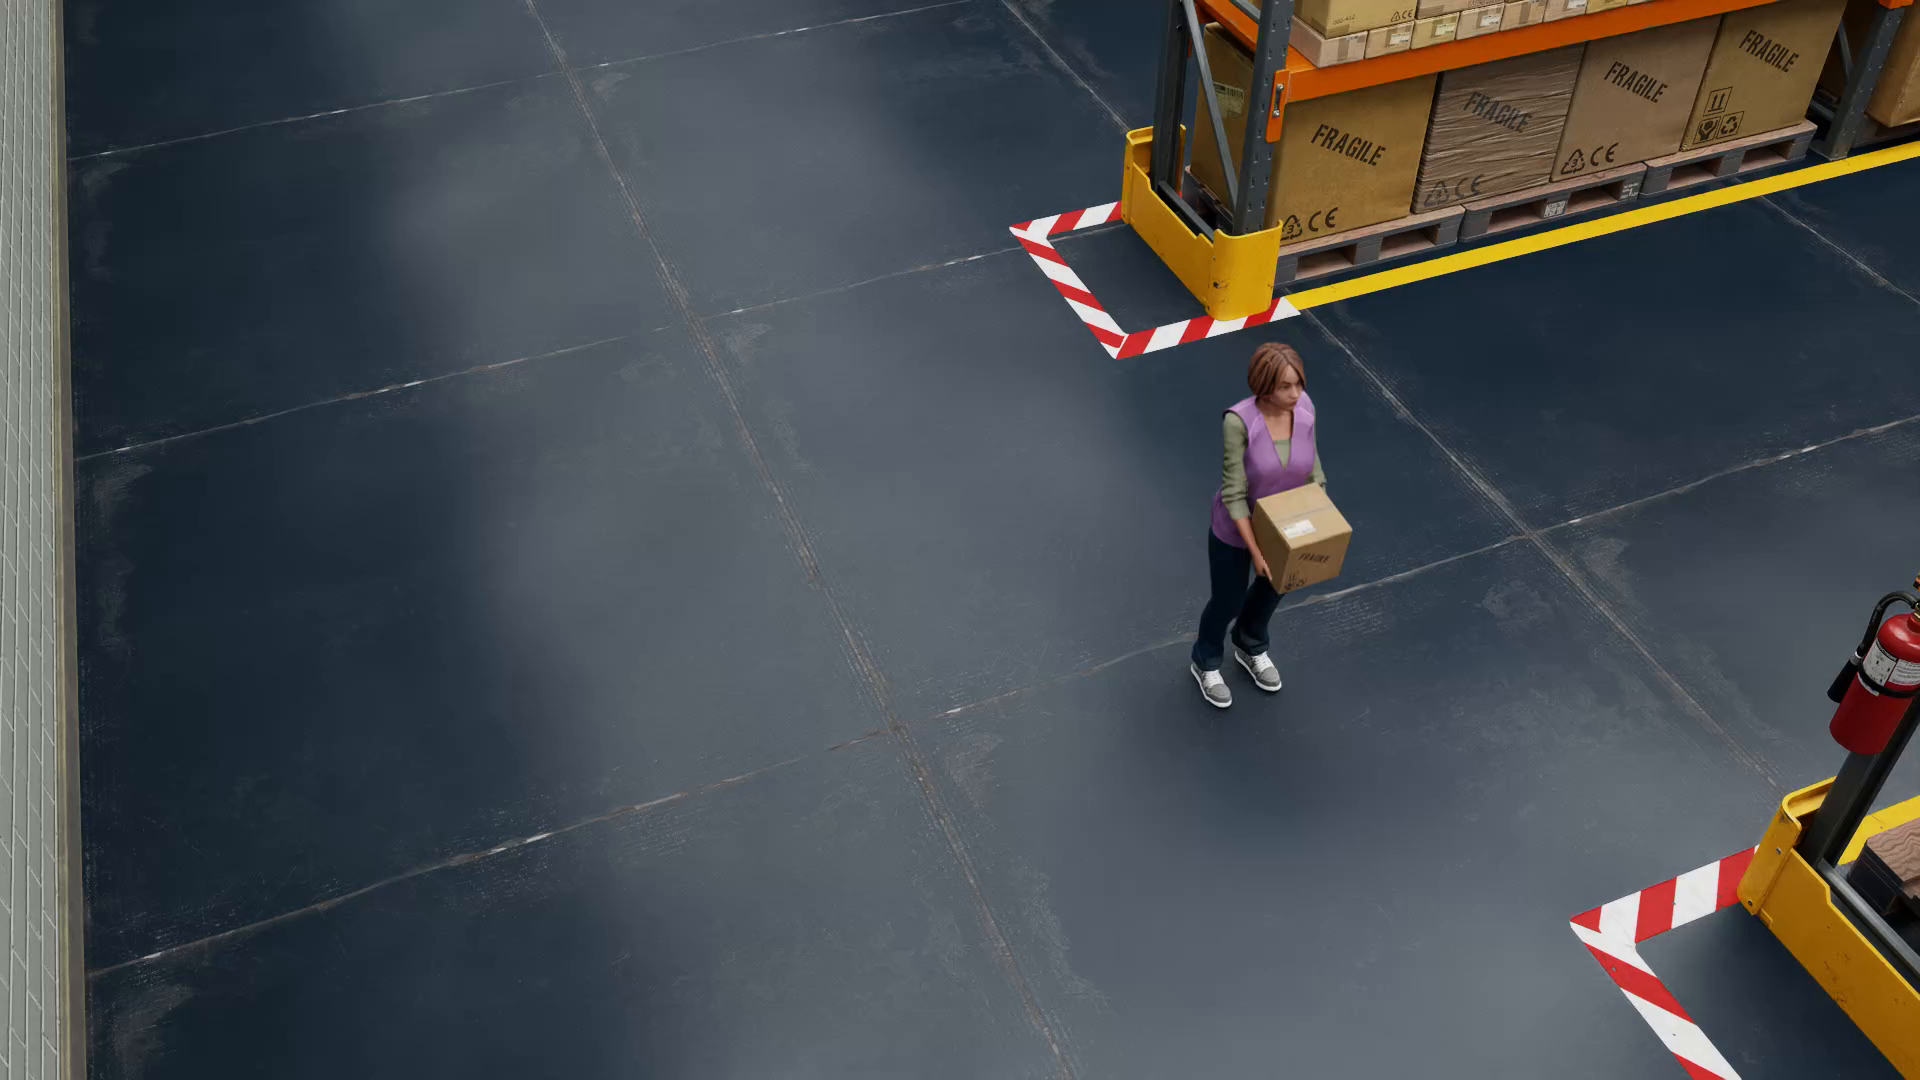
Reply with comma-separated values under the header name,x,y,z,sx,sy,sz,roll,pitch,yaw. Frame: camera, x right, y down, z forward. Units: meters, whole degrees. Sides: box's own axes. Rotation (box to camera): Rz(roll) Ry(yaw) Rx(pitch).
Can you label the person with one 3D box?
name,x,y,z,sx,sy,sz,roll,pitch,yaw
person,1.141,0.005,6.161,0.419,1.594,0.492,-16,45,-16
